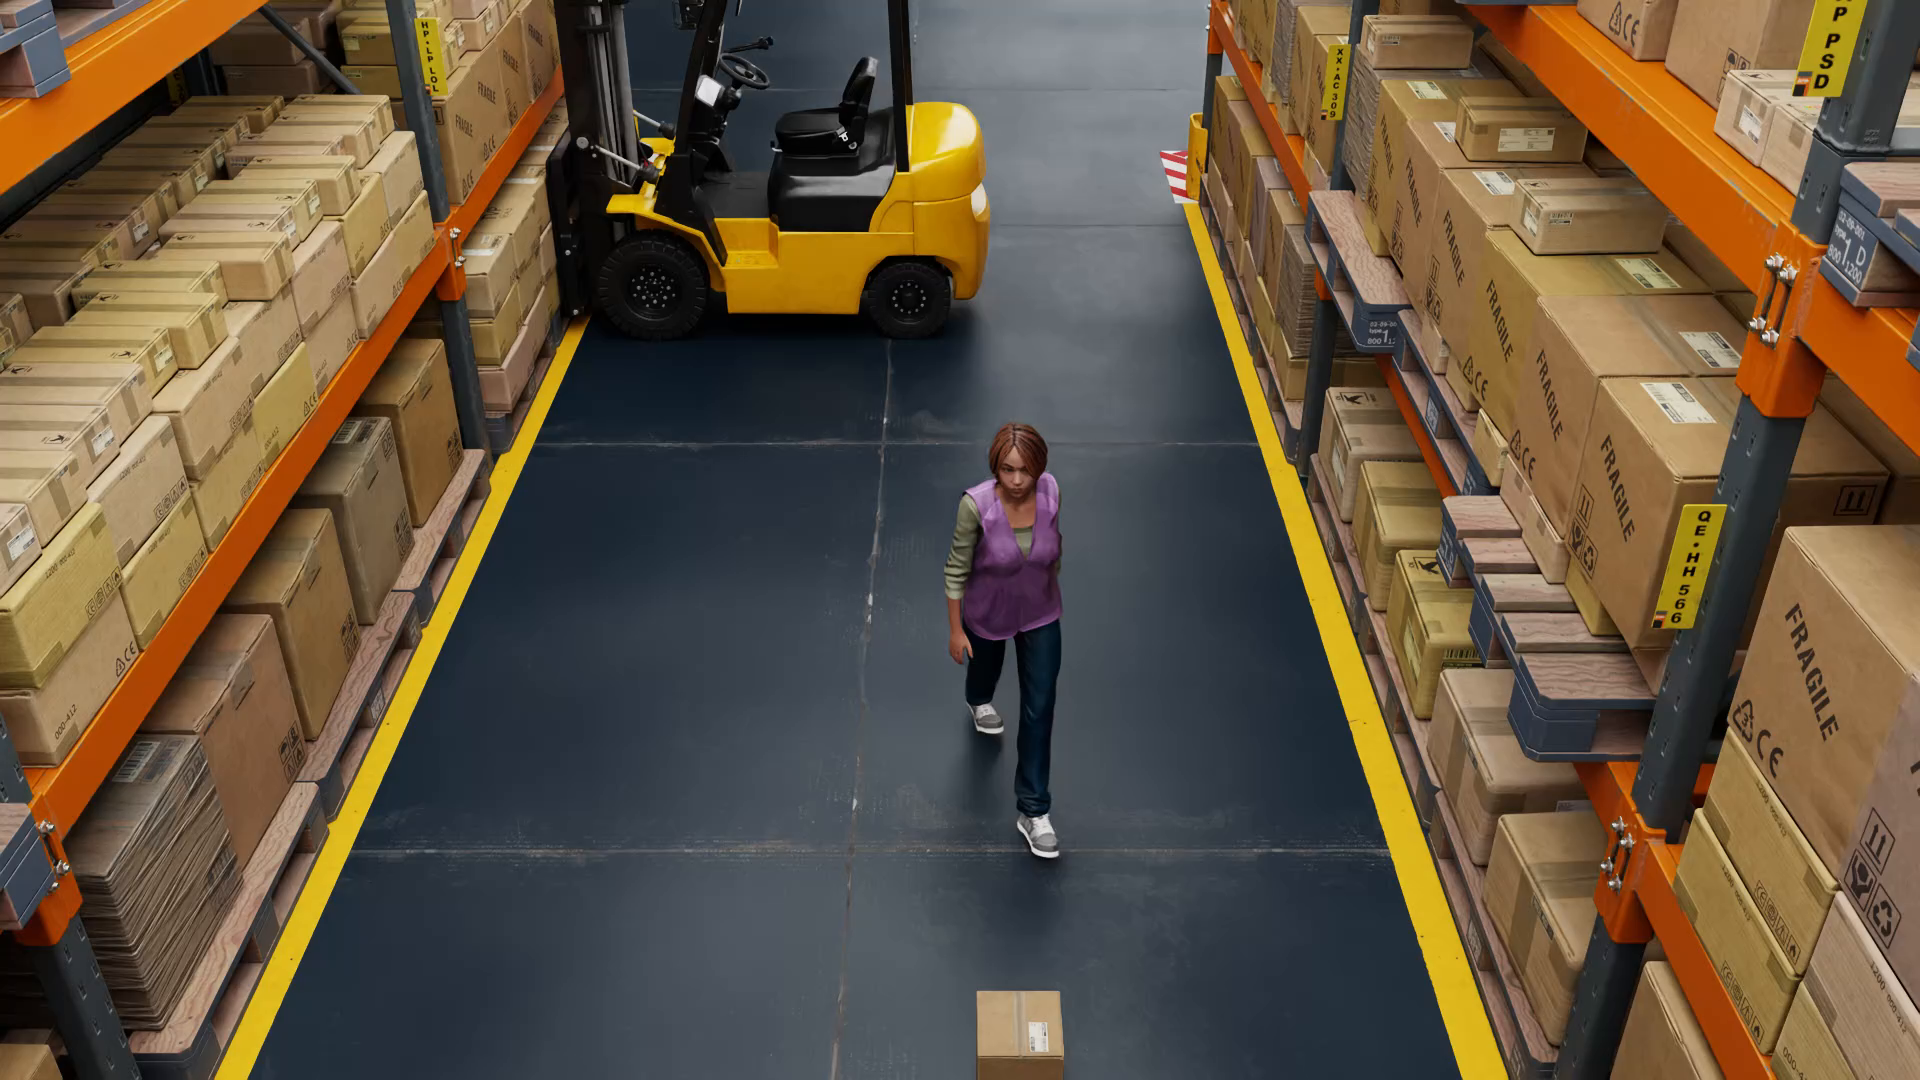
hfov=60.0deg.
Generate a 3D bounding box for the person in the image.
[{"bbox_3d":[0.152,0.296,5.788,0.431,1.437,0.943,-5,32,-7],"label":"person"}]
